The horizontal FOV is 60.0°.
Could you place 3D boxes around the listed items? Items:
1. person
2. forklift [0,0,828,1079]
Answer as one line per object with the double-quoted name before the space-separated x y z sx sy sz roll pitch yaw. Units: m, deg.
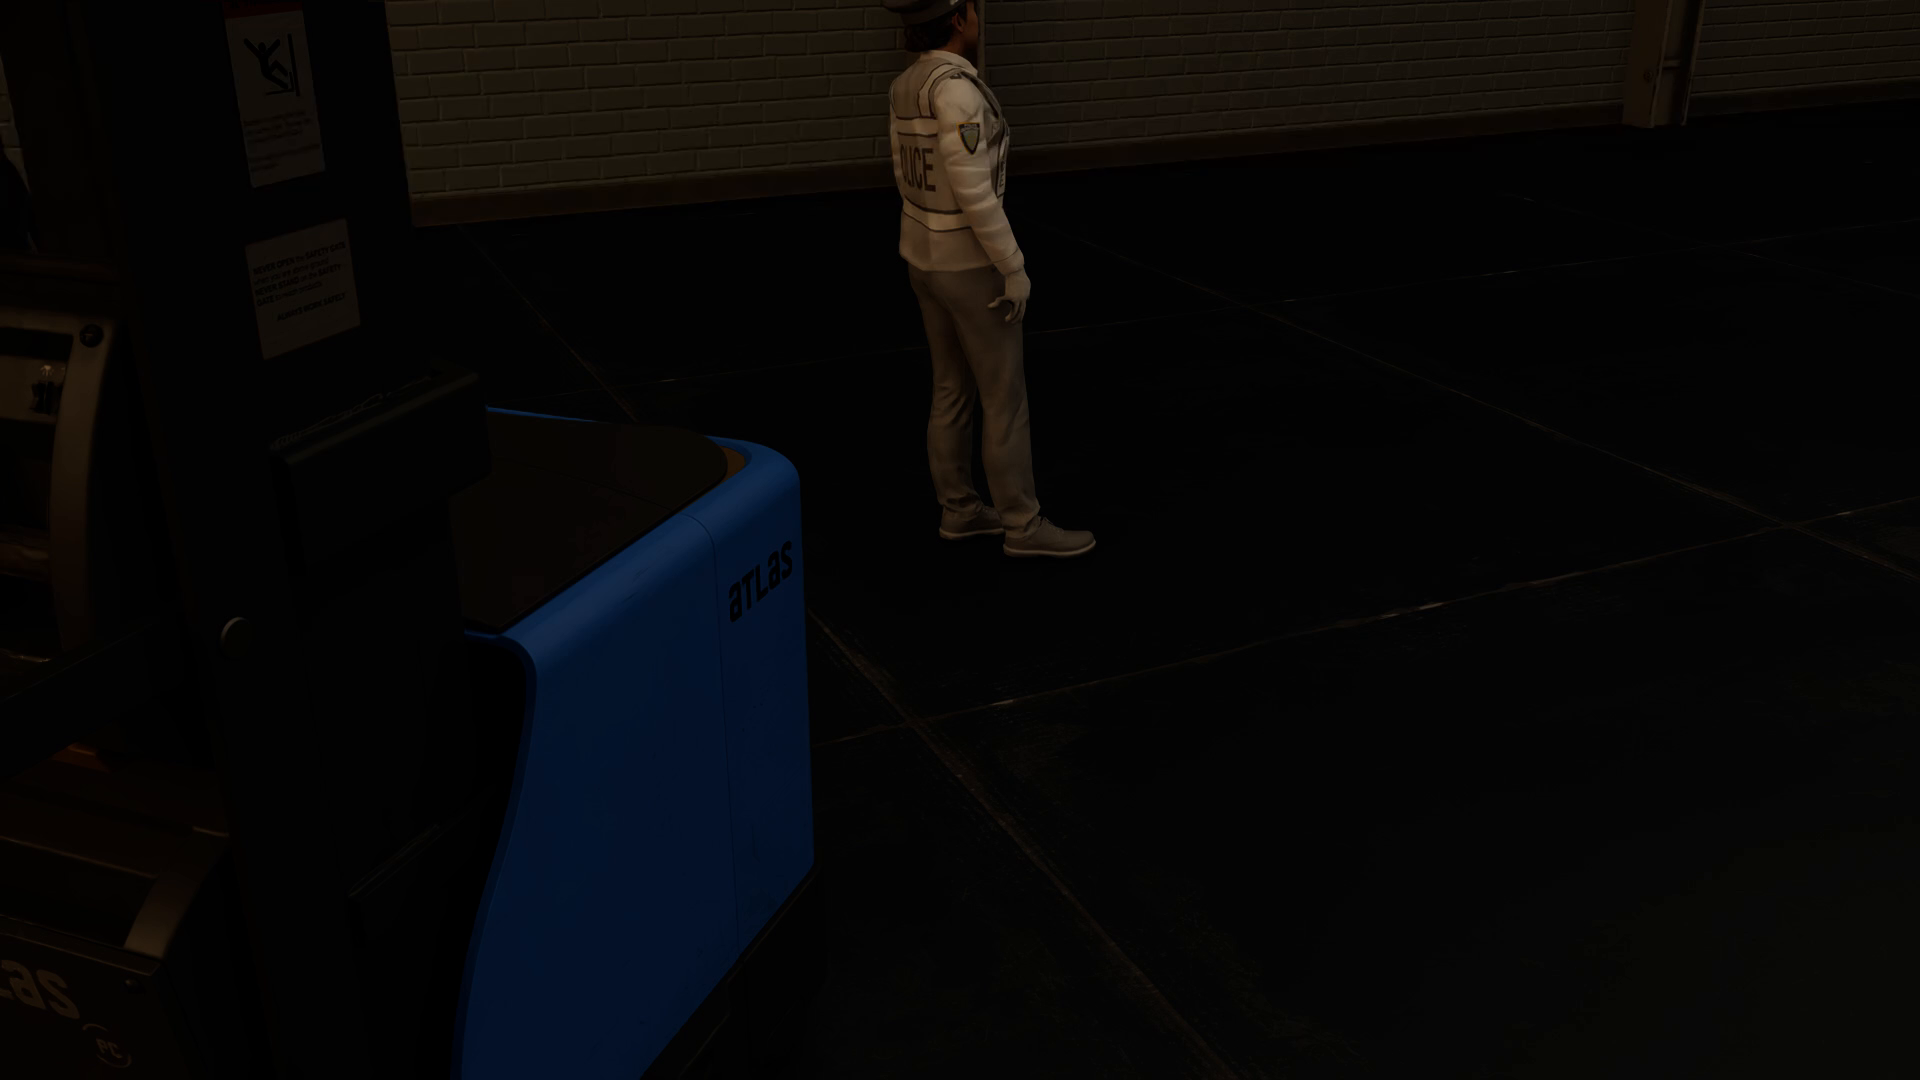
"person" 0.063 -0.798 4.800 0.533 1.696 0.588 -10 25 -23
"forklift" -1.242 -0.054 1.415 1.130 2.935 3.031 8 24 19
